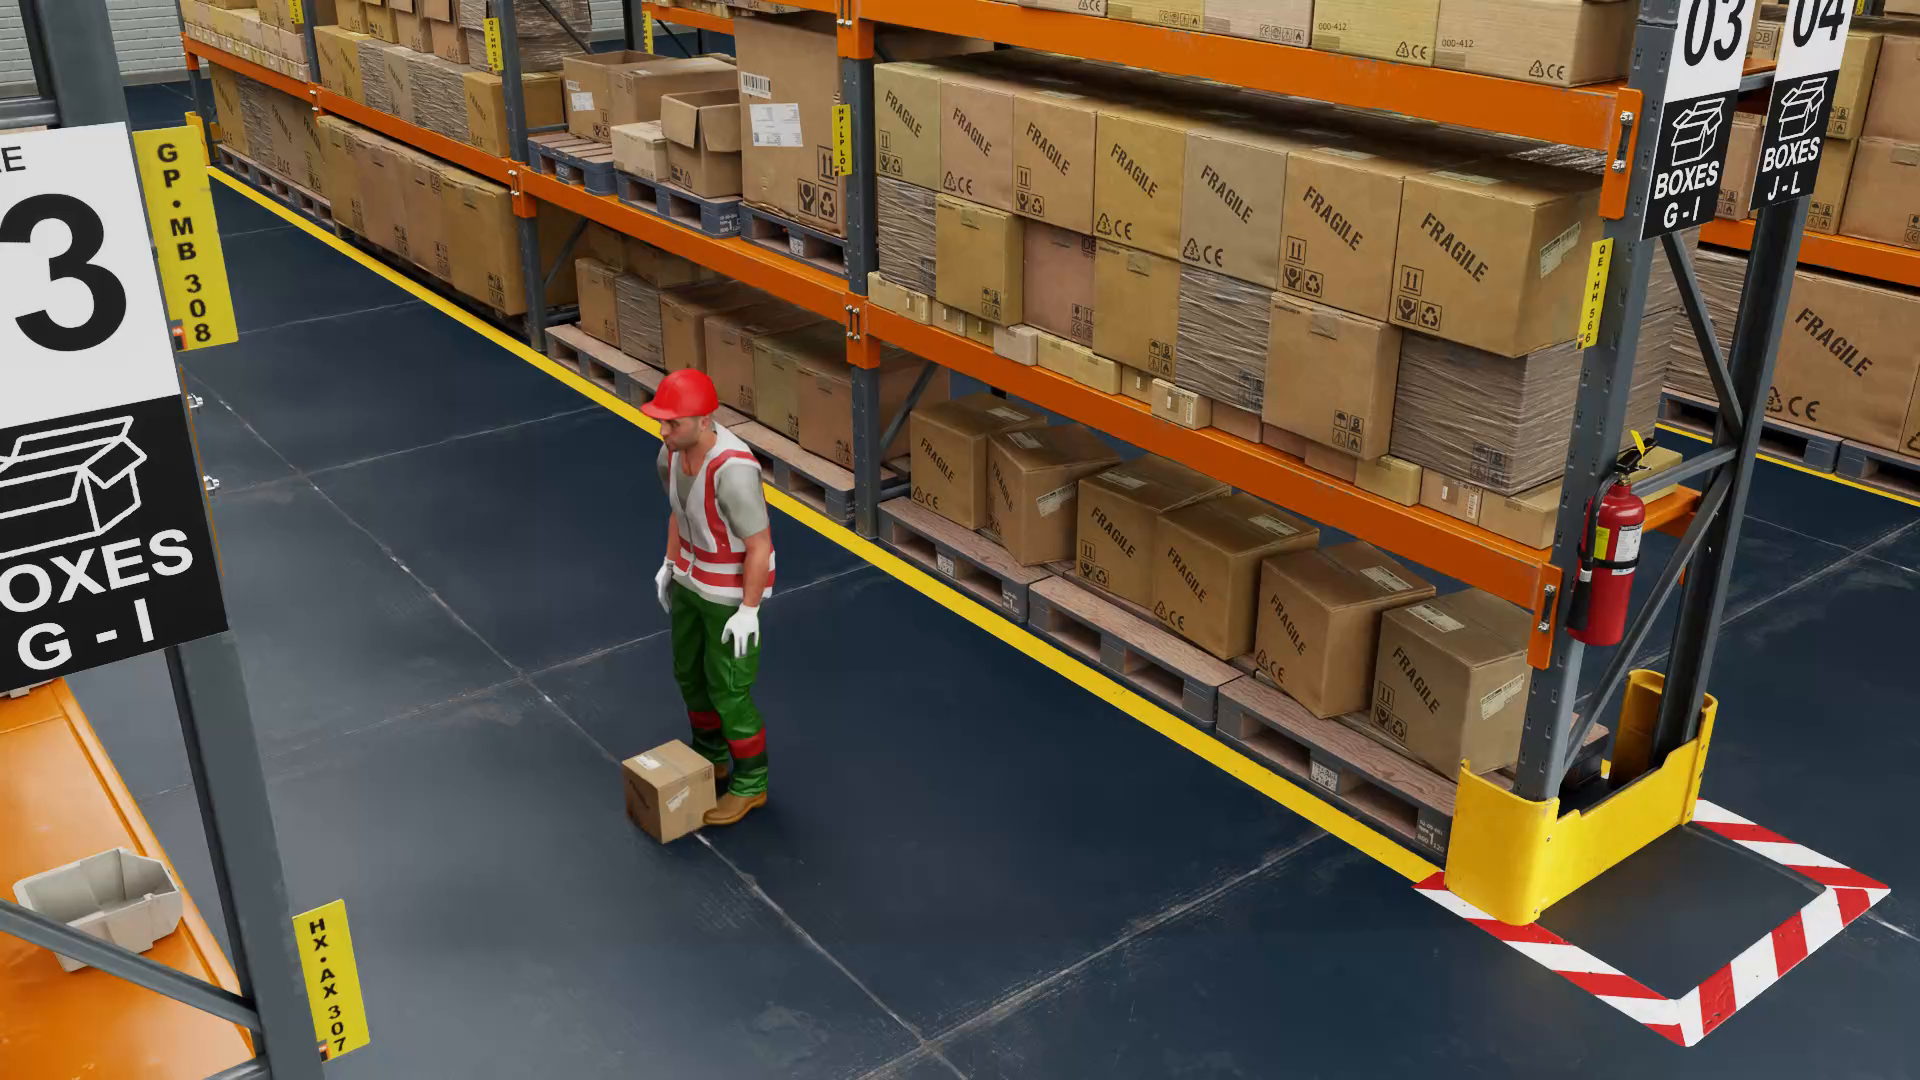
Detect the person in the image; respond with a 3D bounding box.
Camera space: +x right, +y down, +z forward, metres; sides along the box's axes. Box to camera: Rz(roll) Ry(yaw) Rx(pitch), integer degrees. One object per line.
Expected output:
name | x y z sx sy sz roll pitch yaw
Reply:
person | -0.924 0.201 6.147 0.449 1.778 0.595 -19 31 -36
